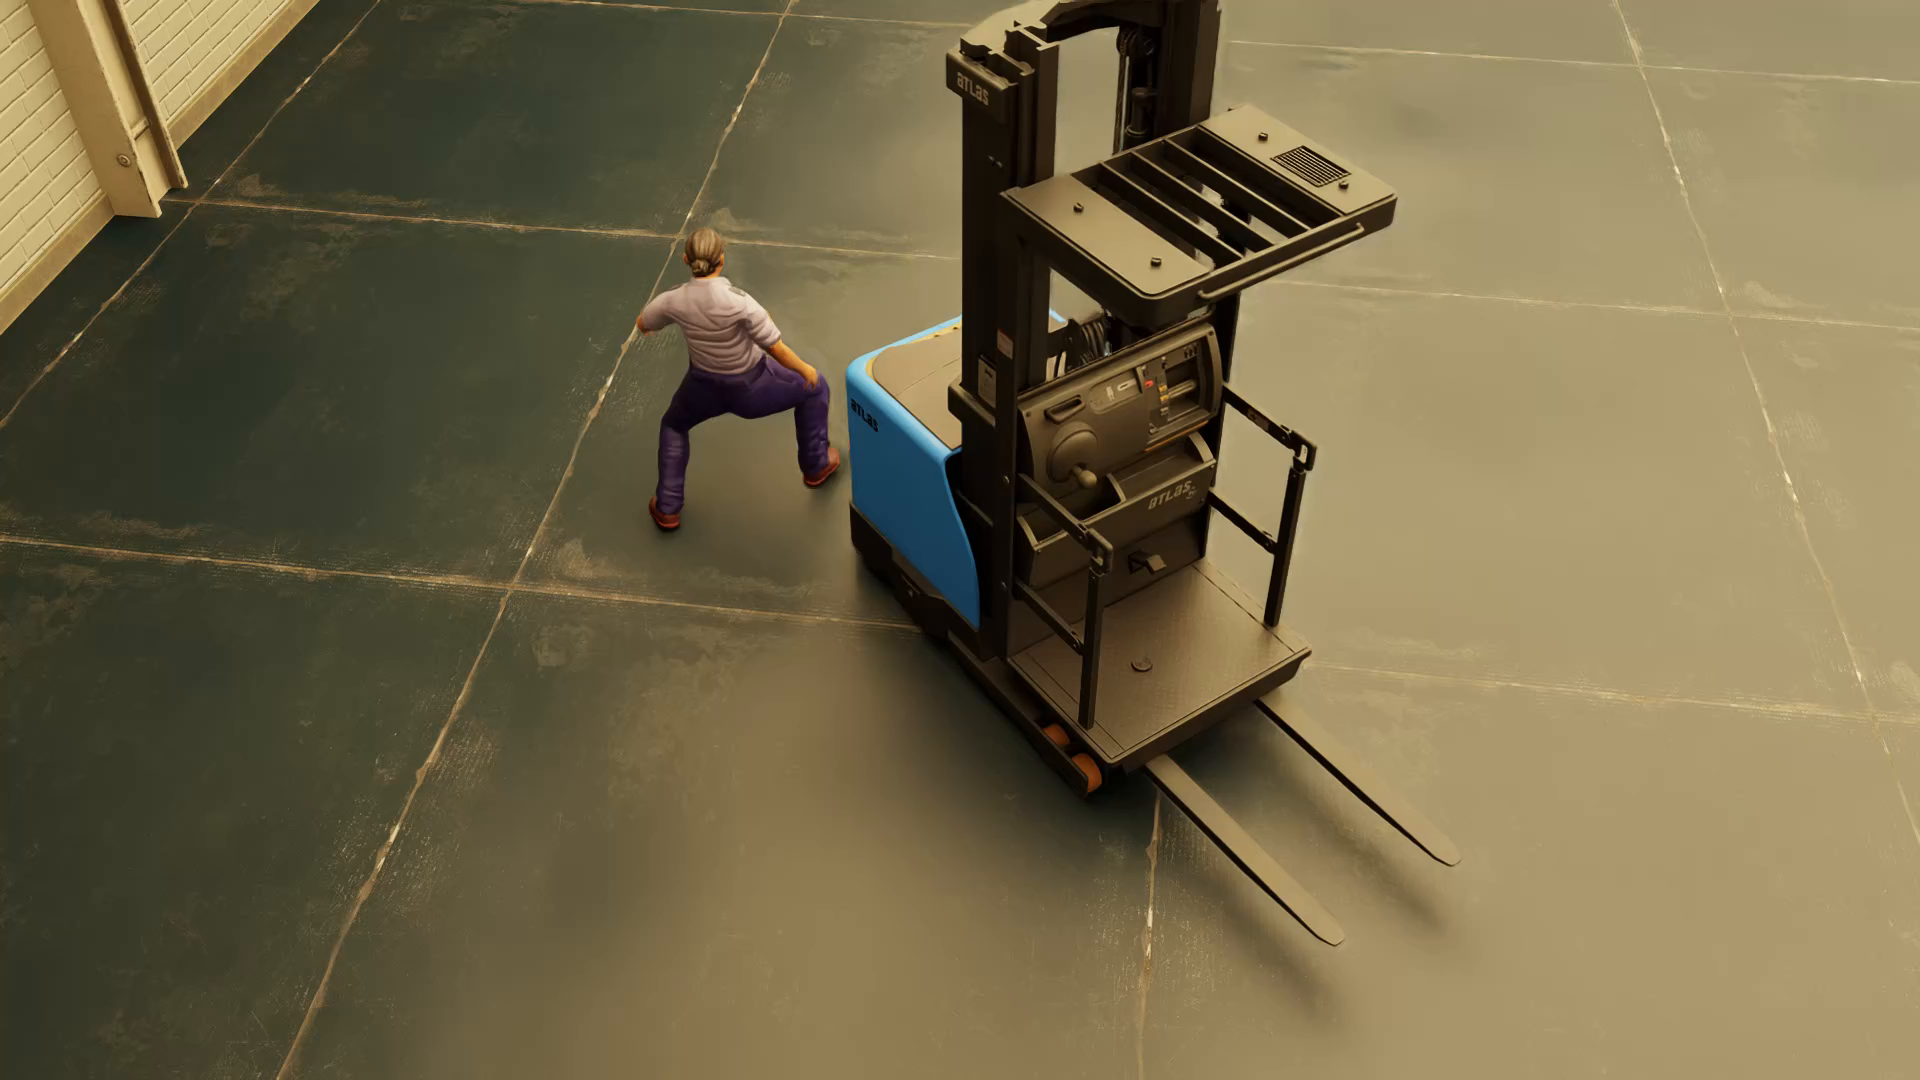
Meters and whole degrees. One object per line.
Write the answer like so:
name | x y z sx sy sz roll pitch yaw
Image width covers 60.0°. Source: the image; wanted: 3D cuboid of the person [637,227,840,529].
person | -1.101 -0.768 7.640 0.913 1.530 0.700 9 43 10

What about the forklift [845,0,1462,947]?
forklift | 0.748 -0.423 6.185 1.130 2.935 3.031 -25 48 -25
